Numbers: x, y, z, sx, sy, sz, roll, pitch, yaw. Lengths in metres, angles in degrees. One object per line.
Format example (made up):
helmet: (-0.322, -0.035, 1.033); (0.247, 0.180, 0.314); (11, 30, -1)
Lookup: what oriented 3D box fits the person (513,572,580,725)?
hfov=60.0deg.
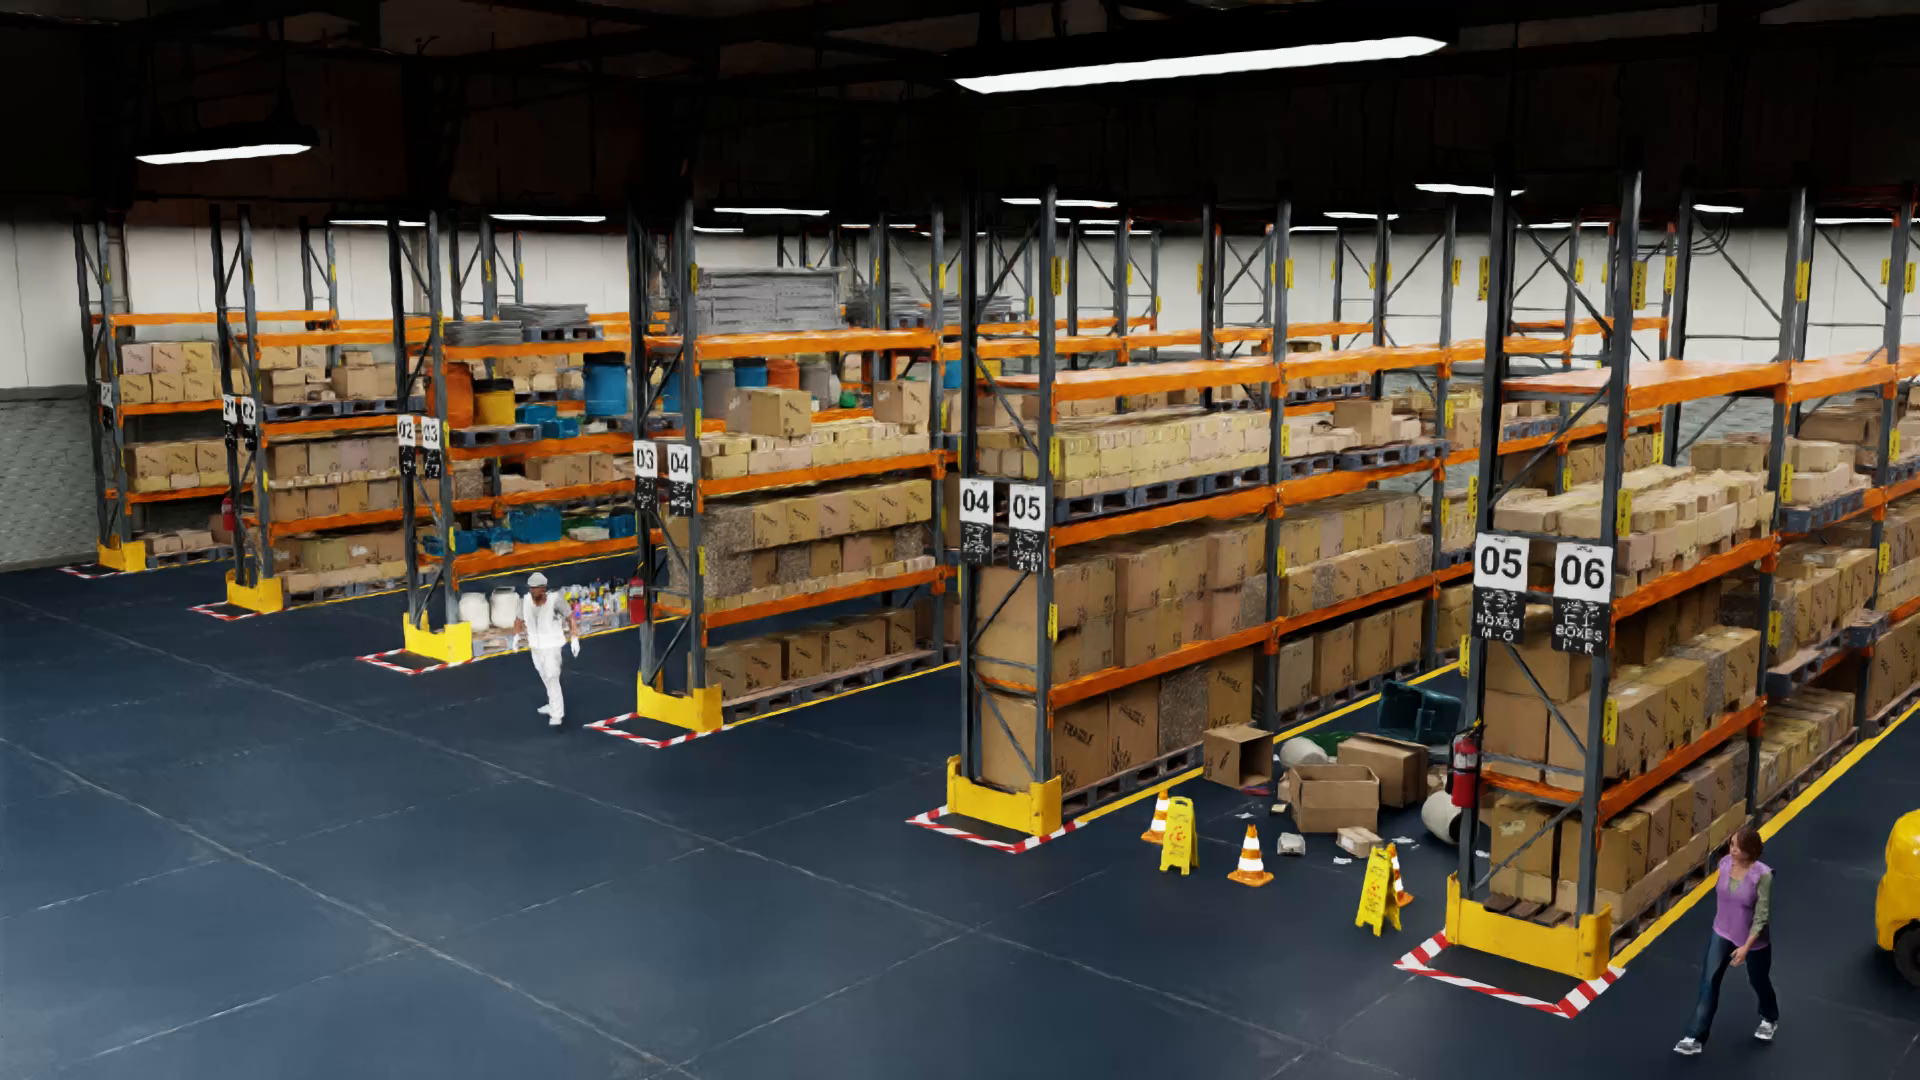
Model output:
person: (-4.691, 1.193, 18.877); (0.698, 1.719, 0.792); (4, 10, 21)

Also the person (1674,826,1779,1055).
person: (5.127, 2.606, 10.923); (0.958, 1.529, 0.410); (-8, 12, -39)
